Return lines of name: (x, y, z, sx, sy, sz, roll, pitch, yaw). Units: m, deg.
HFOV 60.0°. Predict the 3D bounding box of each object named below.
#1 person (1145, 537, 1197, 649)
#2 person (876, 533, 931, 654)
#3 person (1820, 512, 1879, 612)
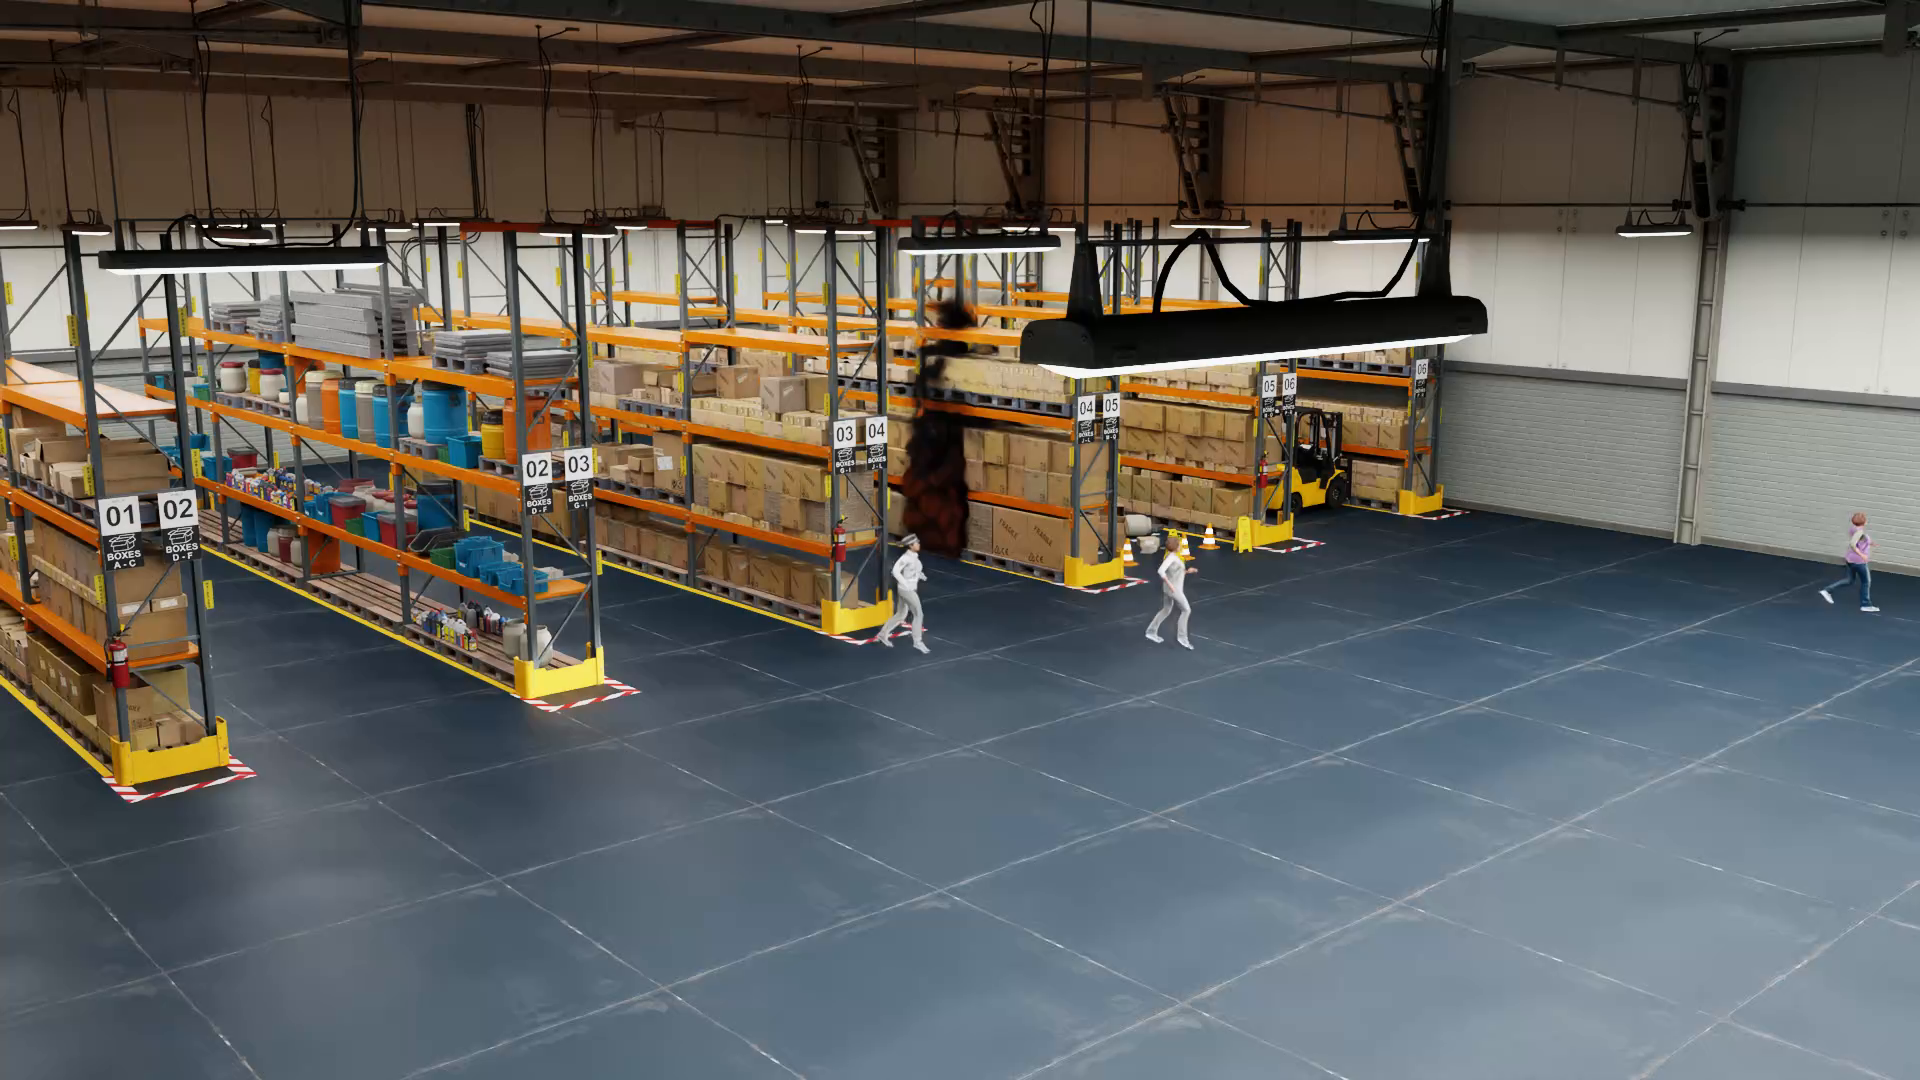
person: (3.060, 0.763, 24.019, 0.728, 1.642, 0.510, -1, 11, -3)
person: (-0.812, 0.749, 23.907, 0.800, 1.730, 0.616, 0, 11, 0)
person: (14.061, 0.339, 26.128, 0.864, 1.575, 0.545, 2, 12, 8)
